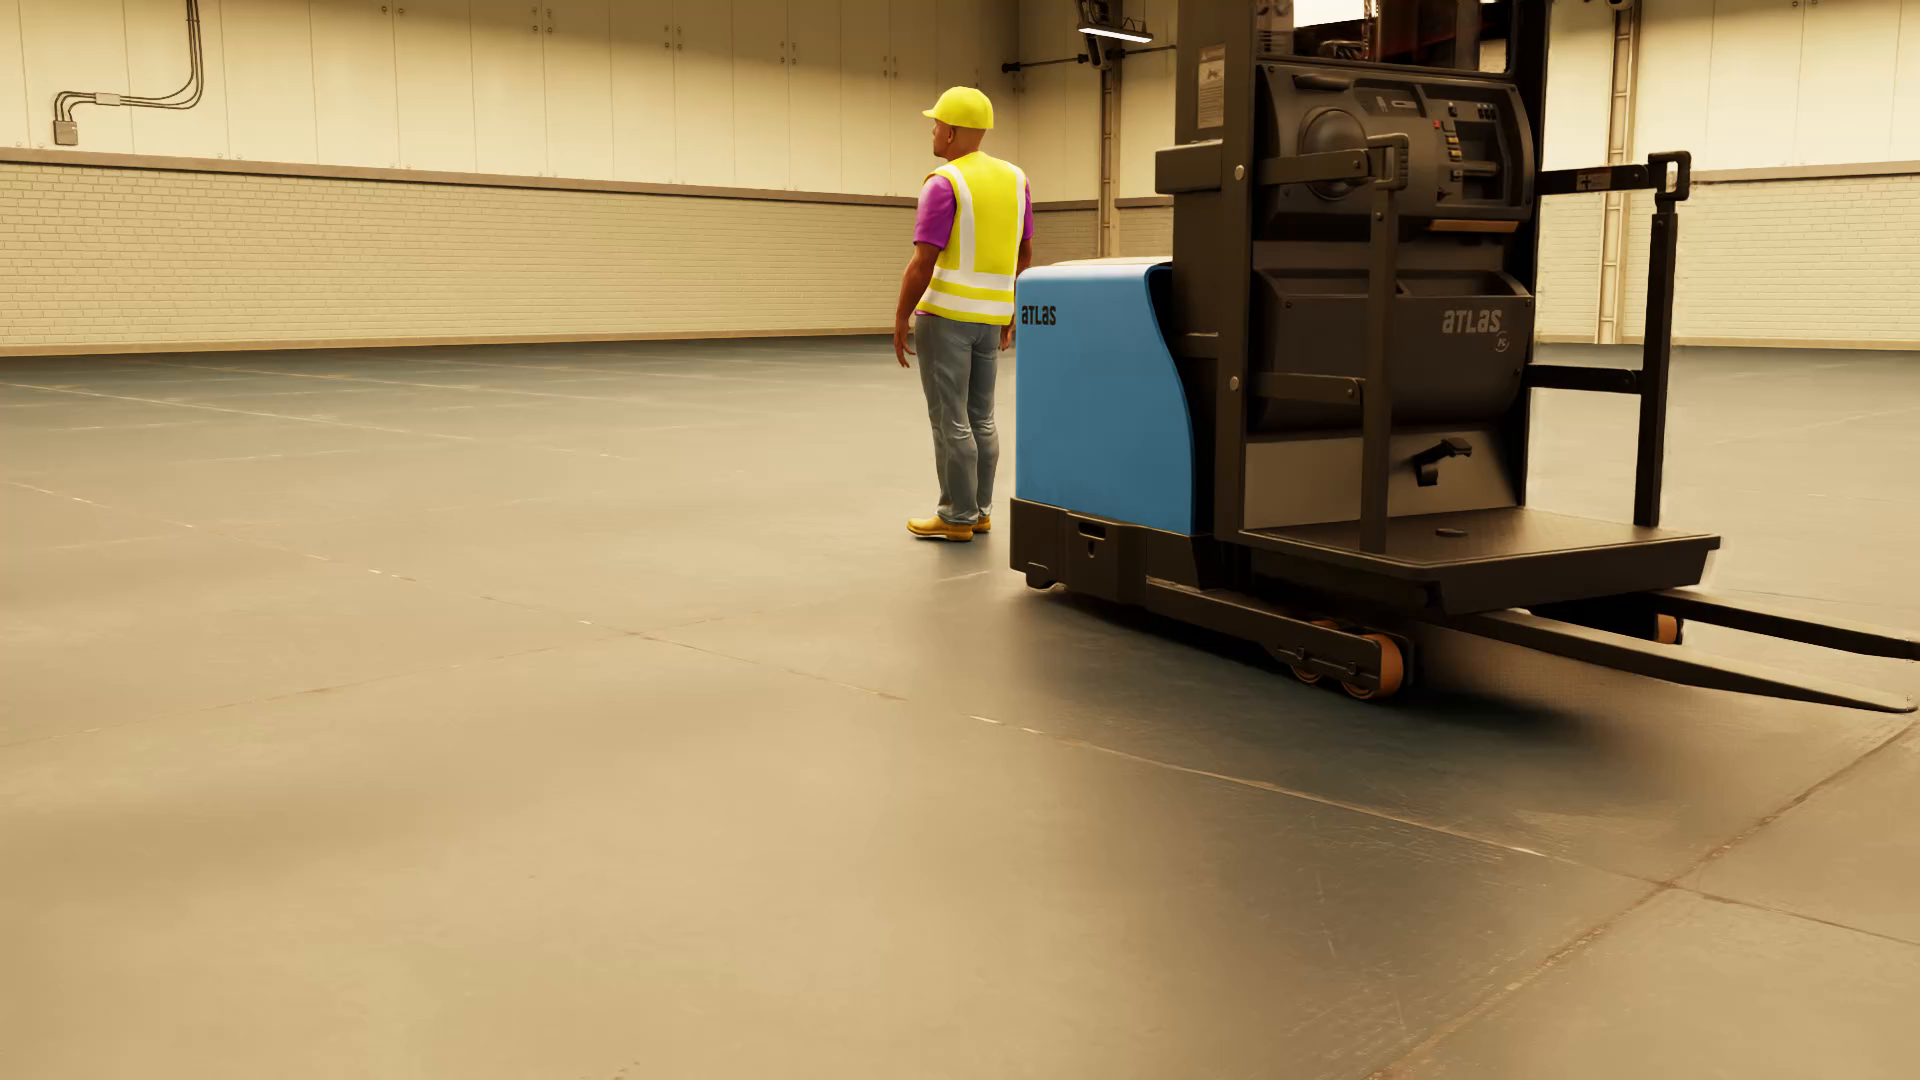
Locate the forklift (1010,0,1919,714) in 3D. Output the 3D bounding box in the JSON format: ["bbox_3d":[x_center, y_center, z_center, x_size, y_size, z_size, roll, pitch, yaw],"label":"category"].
[{"bbox_3d":[1.319,-1.131,4.387,1.130,2.935,3.031,-5,10,-28],"label":"forklift"}]

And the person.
[{"bbox_3d":[-0.046,-0.888,6.636,0.577,1.765,0.666,8,12,43],"label":"person"}]
